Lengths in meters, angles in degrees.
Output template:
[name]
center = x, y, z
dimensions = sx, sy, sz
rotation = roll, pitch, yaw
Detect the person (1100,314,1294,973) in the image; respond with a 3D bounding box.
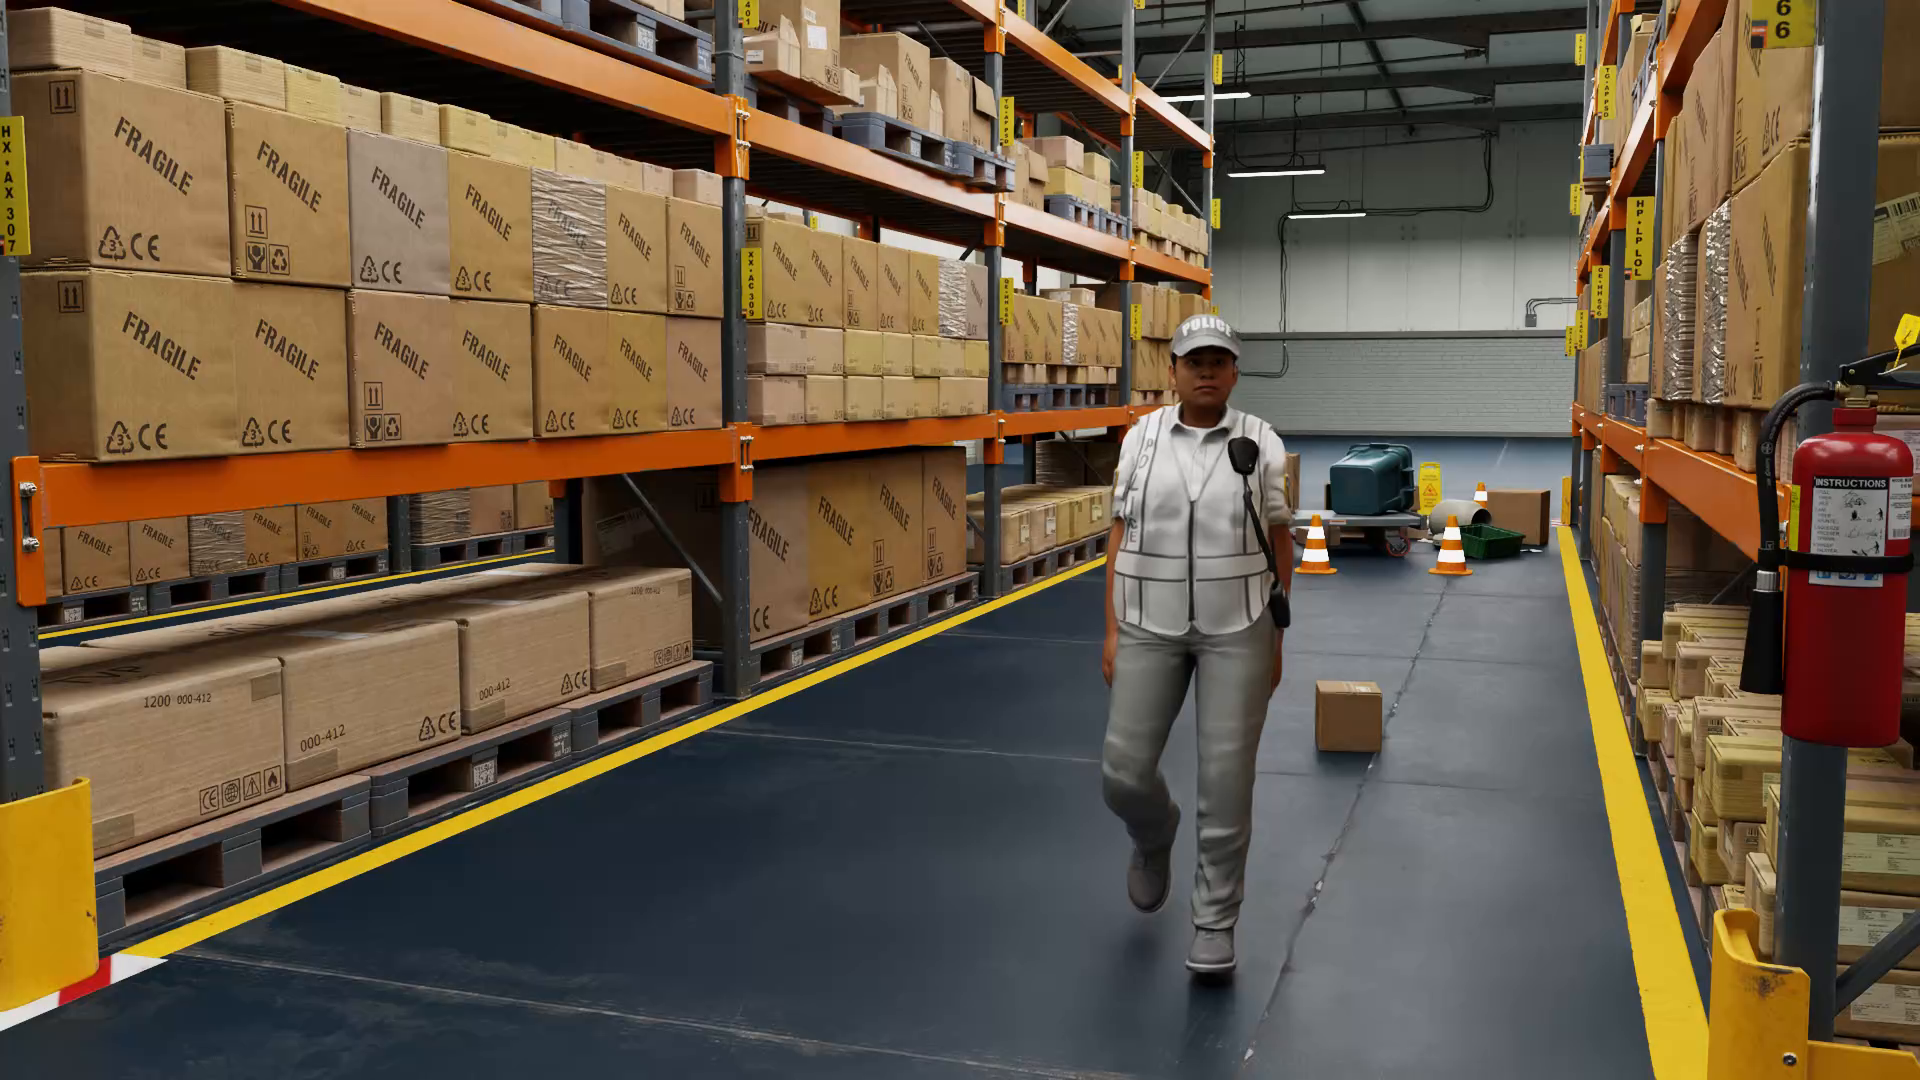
[person]
center = 0.616, 0.244, 4.331
dimensions = 0.488, 1.651, 0.543
rotation = 1, 5, 12
